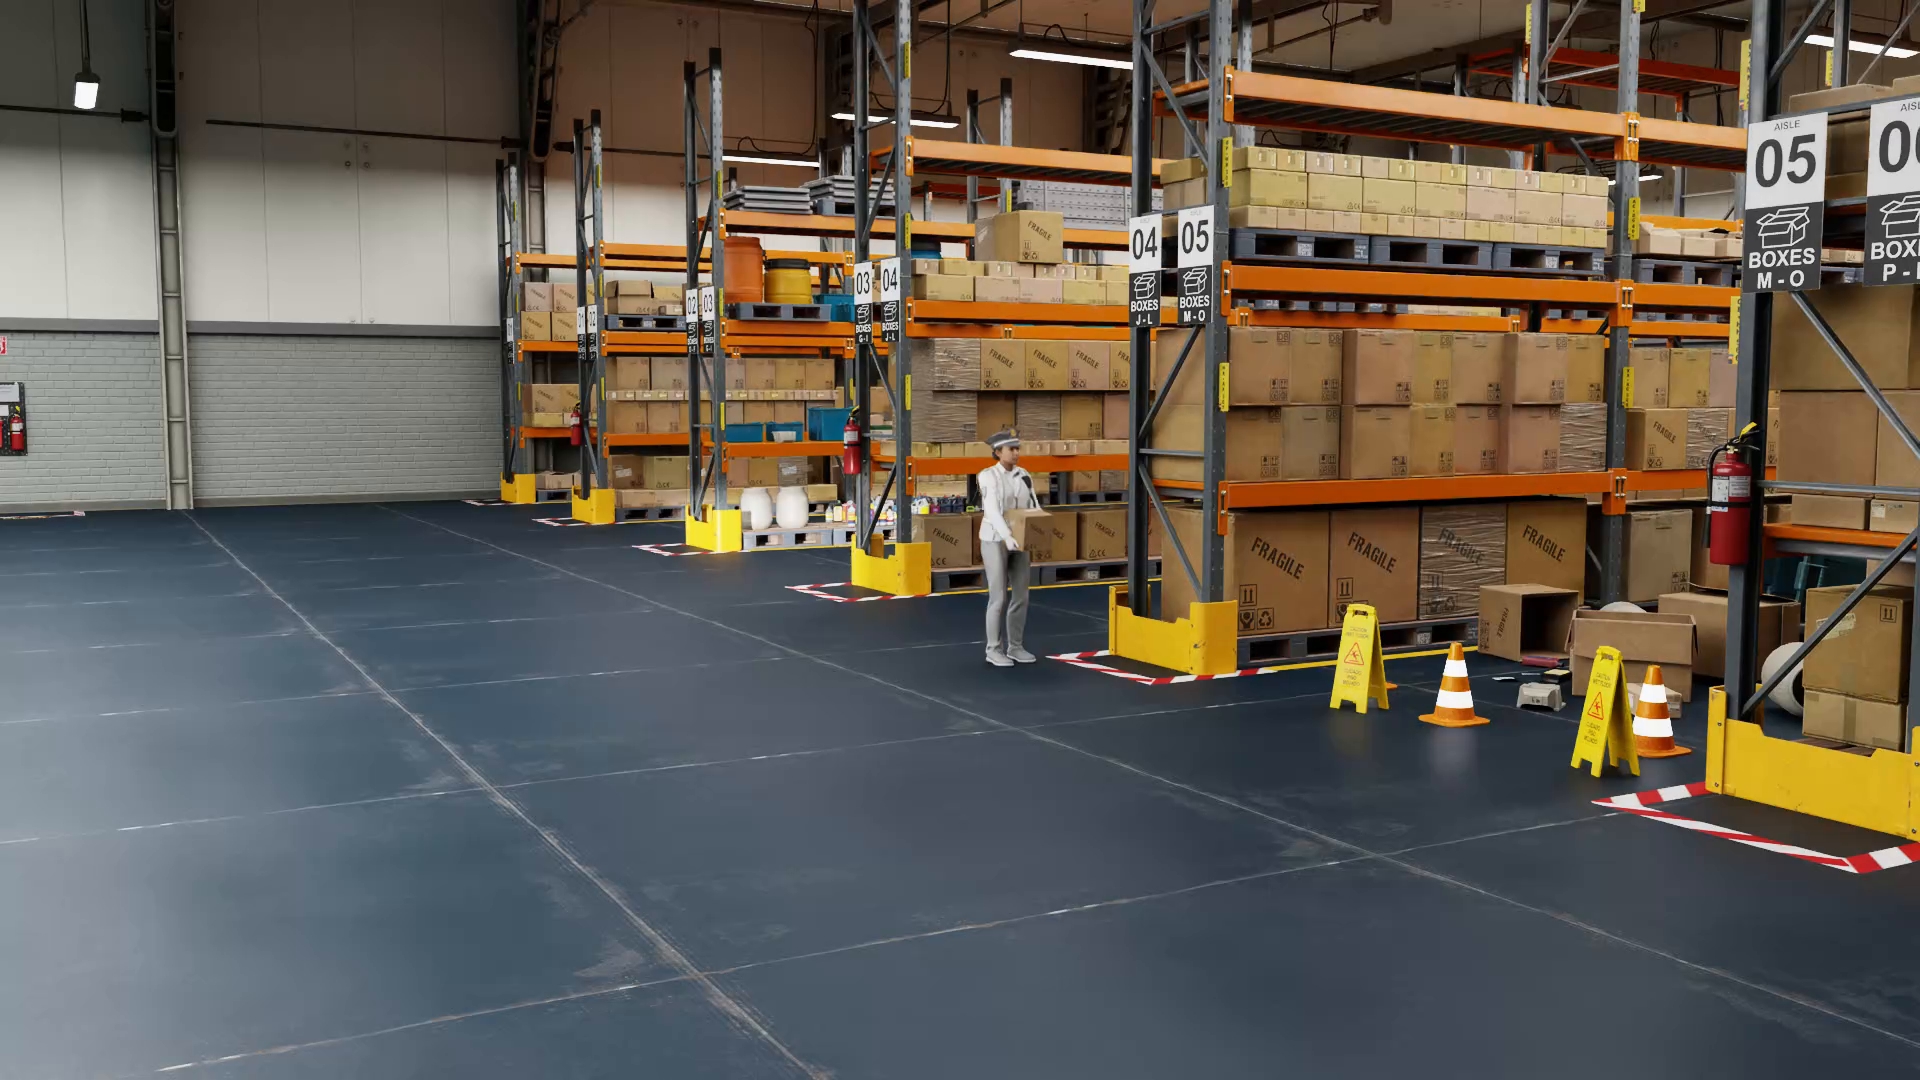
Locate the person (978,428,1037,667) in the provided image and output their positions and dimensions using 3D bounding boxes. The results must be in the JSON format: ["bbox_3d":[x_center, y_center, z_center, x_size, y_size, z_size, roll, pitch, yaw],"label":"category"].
[{"bbox_3d":[0.370,0.047,11.864,0.460,1.690,0.536,-3,6,-32],"label":"person"}]
